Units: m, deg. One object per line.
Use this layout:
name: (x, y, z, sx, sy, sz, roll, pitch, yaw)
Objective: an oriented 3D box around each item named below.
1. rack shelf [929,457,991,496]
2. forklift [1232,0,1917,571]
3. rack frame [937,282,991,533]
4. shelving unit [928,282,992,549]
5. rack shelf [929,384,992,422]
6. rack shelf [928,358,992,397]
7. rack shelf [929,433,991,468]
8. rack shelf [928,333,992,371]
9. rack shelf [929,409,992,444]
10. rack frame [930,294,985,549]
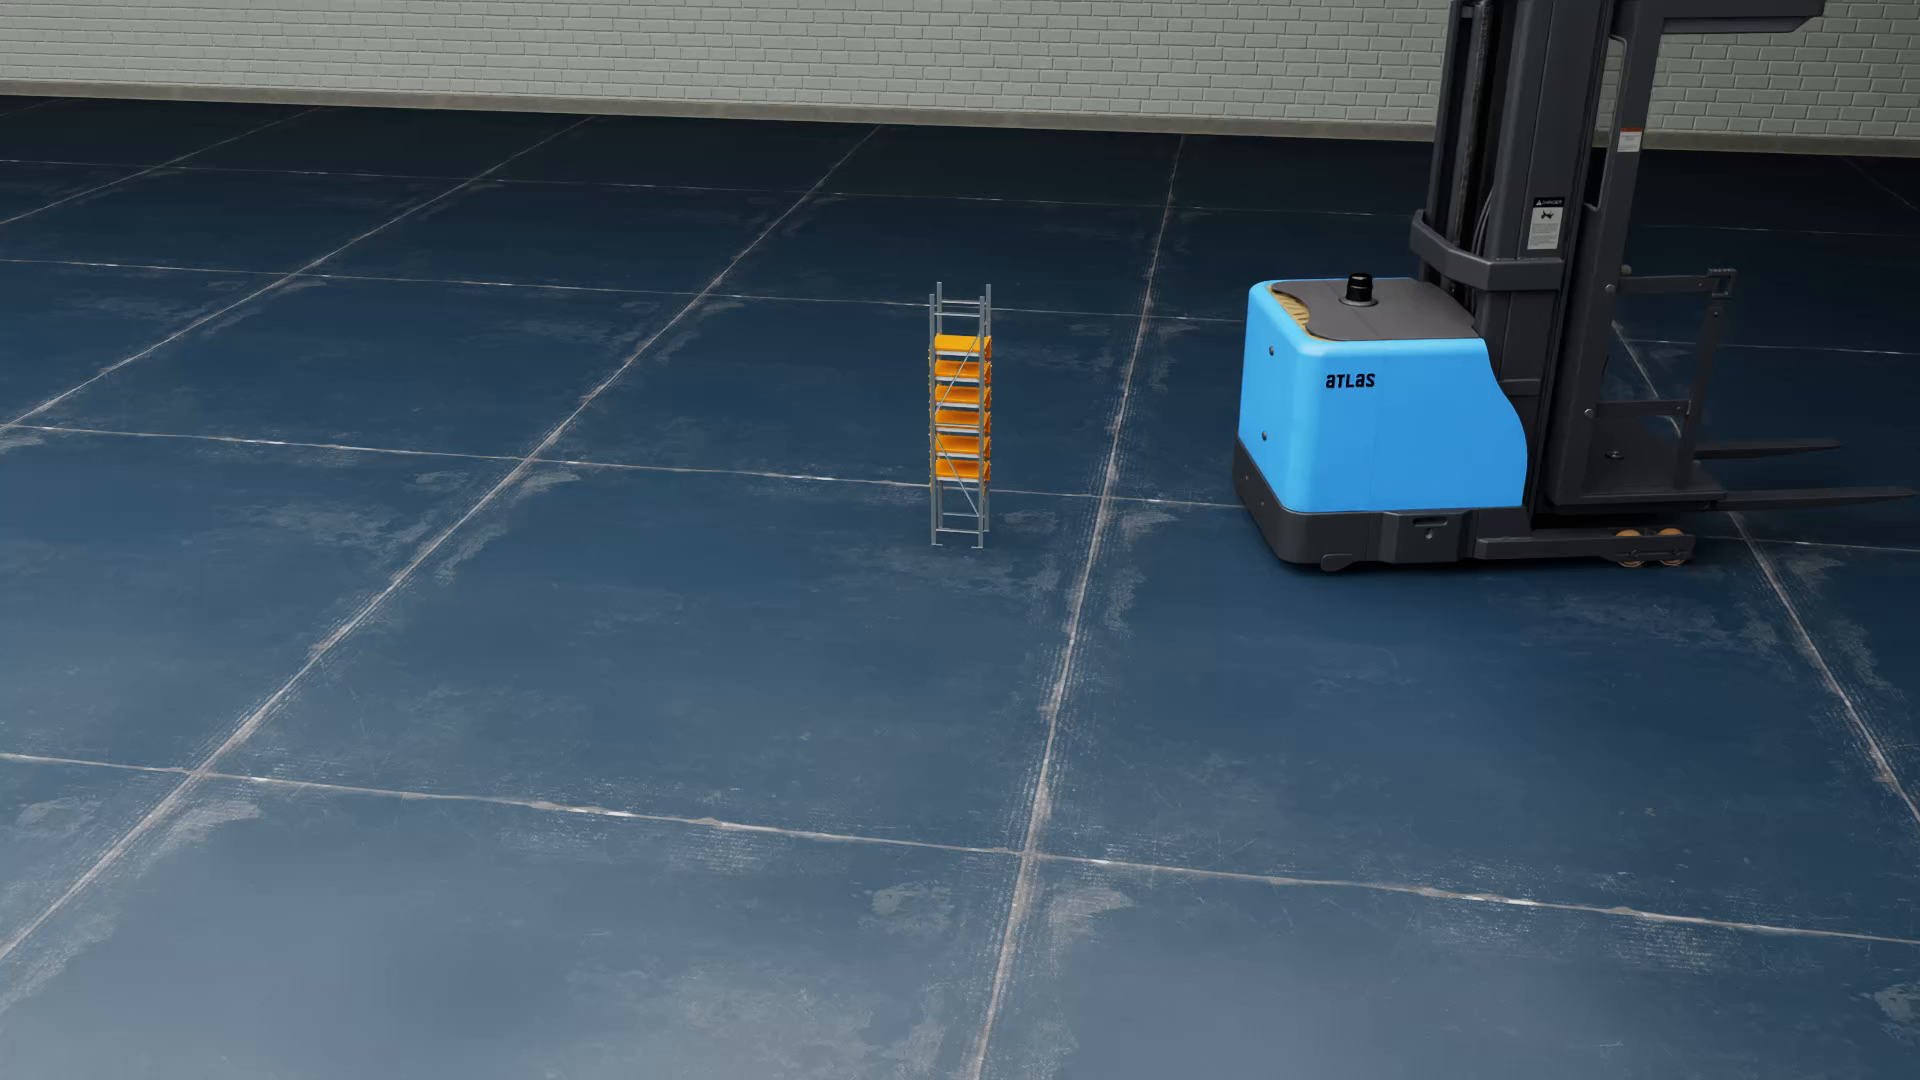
rack shelf: (0.002, -0.292, 7.629, 0.258, 0.103, 0.180, 4, 25, 9)
forklift: (2.888, -1.427, 7.341, 3.031, 2.935, 1.130, -2, 25, -4)
rack frame: (0.017, -0.588, 7.590, 0.240, 1.200, 0.006, 4, 25, 9)
shelving unit: (0.002, -0.549, 7.509, 0.258, 1.200, 0.189, 4, 25, 9)
rack shelf: (0.002, -0.618, 7.477, 0.258, 0.103, 0.180, 4, 25, 9)
rack shelf: (0.002, -0.727, 7.426, 0.258, 0.103, 0.180, 4, 25, 9)
rack shelf: (0.002, -0.401, 7.578, 0.258, 0.103, 0.180, 4, 25, 9)
rack shelf: (0.002, -0.835, 7.375, 0.258, 0.103, 0.180, 4, 25, 9)
rack shelf: (0.002, -0.509, 7.527, 0.258, 0.103, 0.180, 4, 25, 9)
rack frame: (-0.013, -0.511, 7.427, 0.240, 1.200, 0.006, 4, 25, 9)
